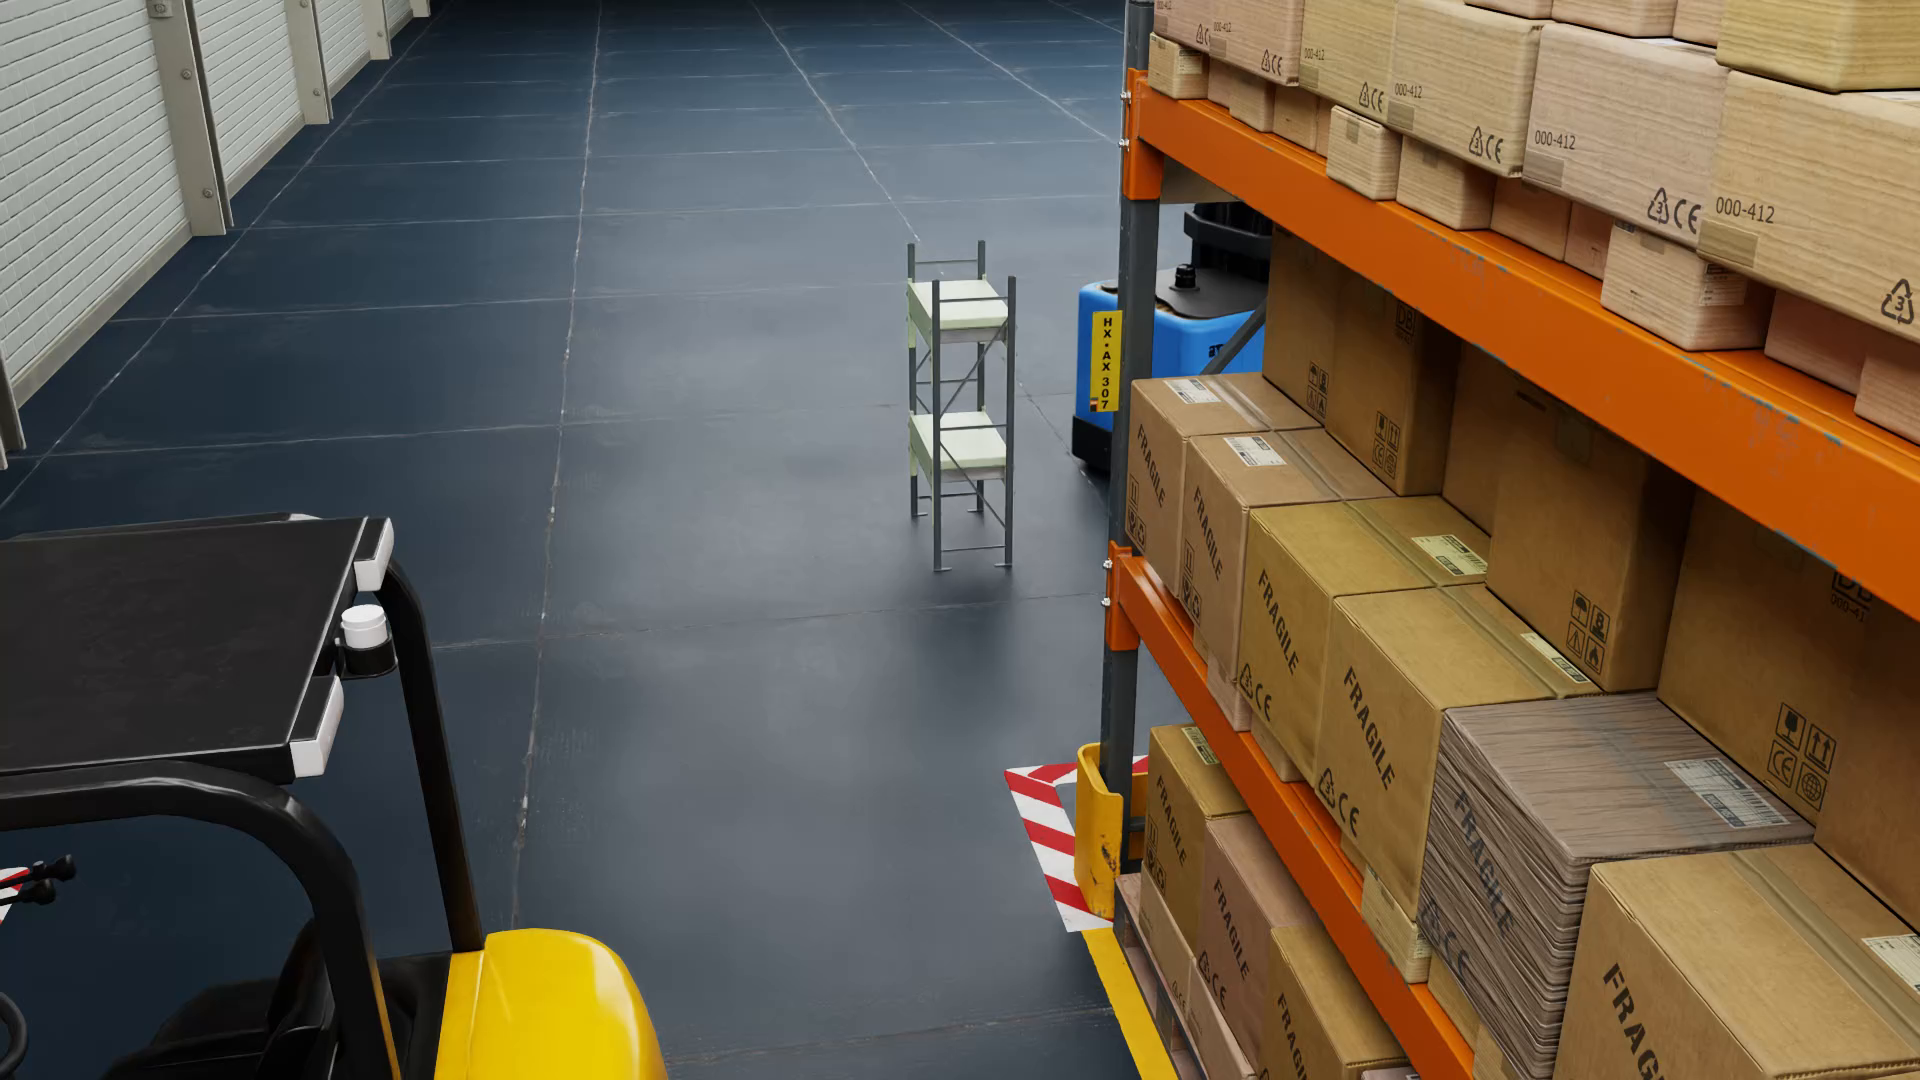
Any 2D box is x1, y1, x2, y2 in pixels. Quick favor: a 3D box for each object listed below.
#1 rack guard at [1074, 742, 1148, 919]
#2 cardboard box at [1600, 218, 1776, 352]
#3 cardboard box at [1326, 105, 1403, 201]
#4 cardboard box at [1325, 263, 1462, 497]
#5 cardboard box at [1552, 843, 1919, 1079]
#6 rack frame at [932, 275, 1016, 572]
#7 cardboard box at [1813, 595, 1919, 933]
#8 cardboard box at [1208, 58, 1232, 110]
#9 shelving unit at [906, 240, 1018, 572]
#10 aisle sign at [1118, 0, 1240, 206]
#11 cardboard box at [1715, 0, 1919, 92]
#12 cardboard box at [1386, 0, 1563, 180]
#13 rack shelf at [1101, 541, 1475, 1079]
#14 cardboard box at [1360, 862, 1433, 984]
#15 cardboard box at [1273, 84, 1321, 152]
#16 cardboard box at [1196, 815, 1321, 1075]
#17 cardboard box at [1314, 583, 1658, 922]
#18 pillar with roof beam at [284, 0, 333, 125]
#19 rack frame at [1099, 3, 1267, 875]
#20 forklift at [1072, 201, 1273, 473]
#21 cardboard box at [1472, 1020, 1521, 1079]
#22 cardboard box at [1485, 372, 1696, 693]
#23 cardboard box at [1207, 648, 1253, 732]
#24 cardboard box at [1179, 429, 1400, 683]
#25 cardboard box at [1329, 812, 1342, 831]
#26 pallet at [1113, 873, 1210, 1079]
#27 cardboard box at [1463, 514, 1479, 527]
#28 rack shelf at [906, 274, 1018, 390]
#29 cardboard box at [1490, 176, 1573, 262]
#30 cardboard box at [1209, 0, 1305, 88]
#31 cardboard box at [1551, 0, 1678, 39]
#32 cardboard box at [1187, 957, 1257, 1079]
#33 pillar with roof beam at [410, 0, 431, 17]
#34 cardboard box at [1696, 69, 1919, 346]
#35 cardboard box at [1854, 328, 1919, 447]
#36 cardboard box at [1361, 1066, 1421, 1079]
[{"bbox_3d":[1.006,0.976,5.892,1.175,0.500,0.348,-4,24,-10],"label":"rack guard"},{"bbox_3d":[1.197,-0.393,2.469,0.380,0.149,0.250,-4,24,-8],"label":"cardboard box"},{"bbox_3d":[0.977,-0.797,3.393,0.380,0.149,0.250,-4,24,-9],"label":"cardboard box"},{"bbox_3d":[1.387,-0.456,4.300,0.700,0.500,0.500,-4,24,-9],"label":"cardboard box"},{"bbox_3d":[1.303,0.833,2.598,0.500,0.500,0.500,-4,24,-8],"label":"cardboard box"},{"bbox_3d":[0.066,-0.546,8.126,0.400,1.500,0.023,-4,24,-10],"label":"rack frame"},{"bbox_3d":[1.790,0.341,2.475,0.700,0.500,0.500,-4,24,-9],"label":"cardboard box"},{"bbox_3d":[0.871,-1.208,4.335,0.380,0.149,0.250,-5,24,-11],"label":"cardboard box"},{"bbox_3d":[-0.001,-0.690,8.456,0.431,1.500,0.755,-4,24,-10],"label":"shelving unit"},{"bbox_3d":[0.676,-1.393,4.943,0.394,0.787,0.004,-4,24,-10],"label":"aisle sign"},{"bbox_3d":[1.198,-0.658,2.078,0.380,0.149,0.250,-4,24,-8],"label":"cardboard box"},{"bbox_3d":[1.102,-0.821,2.951,0.500,0.250,0.500,-4,24,-9],"label":"cardboard box"},{"bbox_3d":[1.362,0.916,3.803,1.077,0.370,4.000,-4,24,-10],"label":"rack shelf"},{"bbox_3d":[1.080,0.784,3.521,0.380,0.149,0.250,-4,24,-9],"label":"cardboard box"},{"bbox_3d":[0.956,-1.006,3.872,0.380,0.149,0.250,-4,24,-10],"label":"cardboard box"},{"bbox_3d":[0.975,1.076,4.511,0.500,0.500,0.500,-5,24,-12],"label":"cardboard box"},{"bbox_3d":[1.103,0.428,3.526,0.500,0.500,0.500,-5,24,-11],"label":"cardboard box"},{"bbox_3d":[-3.740,-9.638,19.575,9.100,9.000,0.400,-4,24,-10],"label":"pillar with roof beam"},{"bbox_3d":[0.992,-0.200,5.460,1.000,3.000,0.127,-4,24,-10],"label":"rack frame"},{"bbox_3d":[2.156,-1.969,9.597,3.031,2.935,1.130,-15,28,-31],"label":"forklift"},{"bbox_3d":[1.182,0.985,3.060,0.380,0.149,0.250,-5,24,-11],"label":"cardboard box"},{"bbox_3d":[1.538,-0.056,3.385,0.700,0.500,0.500,-4,24,-10],"label":"cardboard box"},{"bbox_3d":[0.883,0.376,4.455,0.380,0.149,0.250,-4,24,-9],"label":"cardboard box"},{"bbox_3d":[0.906,0.028,4.441,0.500,0.500,0.500,-4,24,-8],"label":"cardboard box"},{"bbox_3d":[1.072,0.575,4.000,0.380,0.149,0.250,-3,24,-8],"label":"cardboard box"},{"bbox_3d":[1.122,1.430,5.212,1.003,0.211,1.213,-4,24,-10],"label":"pallet"},{"bbox_3d":[1.540,0.205,4.035,0.500,0.500,0.500,-4,24,-10],"label":"cardboard box"},{"bbox_3d":[-0.001,-1.048,8.300,0.431,0.370,0.720,-4,24,-10],"label":"rack shelf"},{"bbox_3d":[1.181,-0.603,2.948,0.380,0.149,0.250,-5,24,-10],"label":"cardboard box"},{"bbox_3d":[0.907,-1.226,3.877,0.500,0.250,0.500,-5,24,-11],"label":"cardboard box"},{"bbox_3d":[1.152,-0.865,2.553,0.380,0.149,0.250,-4,24,-9],"label":"cardboard box"},{"bbox_3d":[0.956,1.407,4.692,0.500,0.250,0.500,-3,24,-8],"label":"cardboard box"},{"bbox_3d":[-5.959,-14.358,30.383,9.100,9.000,0.400,-4,24,-10],"label":"pillar with roof beam"},{"bbox_3d":[1.291,-0.421,2.034,0.500,0.250,0.500,-5,24,-11],"label":"cardboard box"},{"bbox_3d":[1.342,-0.192,2.009,0.380,0.149,0.250,-4,24,-9],"label":"cardboard box"},{"bbox_3d":[1.167,1.484,3.578,0.500,0.500,0.500,-3,24,-7],"label":"cardboard box"}]
